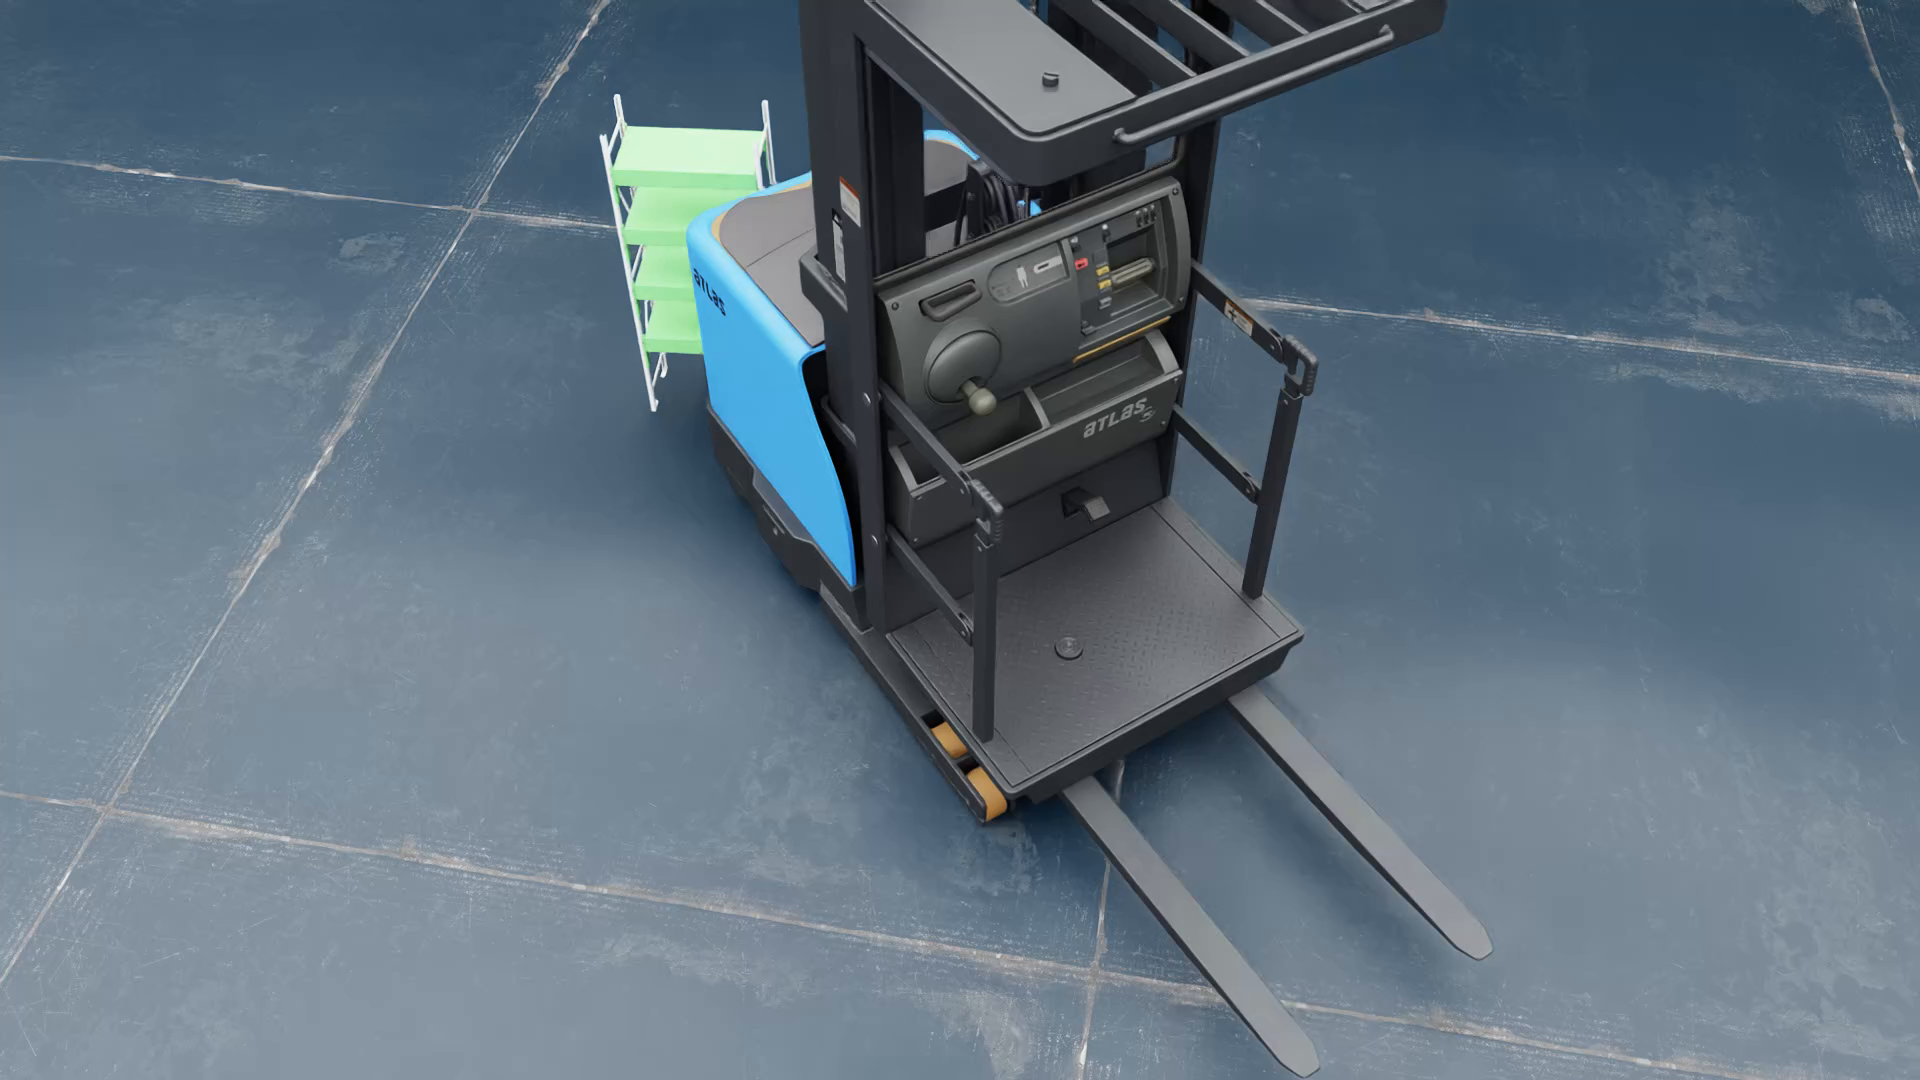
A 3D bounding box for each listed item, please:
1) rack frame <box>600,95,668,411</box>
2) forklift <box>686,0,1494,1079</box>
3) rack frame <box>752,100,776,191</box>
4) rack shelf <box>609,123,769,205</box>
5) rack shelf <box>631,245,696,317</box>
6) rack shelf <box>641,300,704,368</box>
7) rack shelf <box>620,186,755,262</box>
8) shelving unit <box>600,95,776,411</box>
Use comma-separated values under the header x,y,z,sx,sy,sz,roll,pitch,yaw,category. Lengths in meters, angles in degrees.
x,y,z,sx,sy,sz,roll,pitch,yaw,category
-1.130,-0.968,5.813,0.015,1.200,0.240,3,48,2,rack frame
0.338,-0.544,4.269,1.130,2.935,3.031,-25,53,-21,forklift
-0.643,-0.944,5.792,0.015,1.200,0.240,3,48,2,rack frame
-0.886,-1.234,5.493,0.480,0.148,0.258,3,48,2,rack shelf
-0.886,-0.914,5.850,0.480,0.148,0.258,3,48,2,rack shelf
-0.886,-0.753,6.029,0.480,0.148,0.258,3,48,2,rack shelf
-0.886,-1.074,5.672,0.480,0.148,0.258,3,48,2,rack shelf
-0.886,-0.956,5.803,0.503,1.200,0.258,3,48,2,shelving unit
